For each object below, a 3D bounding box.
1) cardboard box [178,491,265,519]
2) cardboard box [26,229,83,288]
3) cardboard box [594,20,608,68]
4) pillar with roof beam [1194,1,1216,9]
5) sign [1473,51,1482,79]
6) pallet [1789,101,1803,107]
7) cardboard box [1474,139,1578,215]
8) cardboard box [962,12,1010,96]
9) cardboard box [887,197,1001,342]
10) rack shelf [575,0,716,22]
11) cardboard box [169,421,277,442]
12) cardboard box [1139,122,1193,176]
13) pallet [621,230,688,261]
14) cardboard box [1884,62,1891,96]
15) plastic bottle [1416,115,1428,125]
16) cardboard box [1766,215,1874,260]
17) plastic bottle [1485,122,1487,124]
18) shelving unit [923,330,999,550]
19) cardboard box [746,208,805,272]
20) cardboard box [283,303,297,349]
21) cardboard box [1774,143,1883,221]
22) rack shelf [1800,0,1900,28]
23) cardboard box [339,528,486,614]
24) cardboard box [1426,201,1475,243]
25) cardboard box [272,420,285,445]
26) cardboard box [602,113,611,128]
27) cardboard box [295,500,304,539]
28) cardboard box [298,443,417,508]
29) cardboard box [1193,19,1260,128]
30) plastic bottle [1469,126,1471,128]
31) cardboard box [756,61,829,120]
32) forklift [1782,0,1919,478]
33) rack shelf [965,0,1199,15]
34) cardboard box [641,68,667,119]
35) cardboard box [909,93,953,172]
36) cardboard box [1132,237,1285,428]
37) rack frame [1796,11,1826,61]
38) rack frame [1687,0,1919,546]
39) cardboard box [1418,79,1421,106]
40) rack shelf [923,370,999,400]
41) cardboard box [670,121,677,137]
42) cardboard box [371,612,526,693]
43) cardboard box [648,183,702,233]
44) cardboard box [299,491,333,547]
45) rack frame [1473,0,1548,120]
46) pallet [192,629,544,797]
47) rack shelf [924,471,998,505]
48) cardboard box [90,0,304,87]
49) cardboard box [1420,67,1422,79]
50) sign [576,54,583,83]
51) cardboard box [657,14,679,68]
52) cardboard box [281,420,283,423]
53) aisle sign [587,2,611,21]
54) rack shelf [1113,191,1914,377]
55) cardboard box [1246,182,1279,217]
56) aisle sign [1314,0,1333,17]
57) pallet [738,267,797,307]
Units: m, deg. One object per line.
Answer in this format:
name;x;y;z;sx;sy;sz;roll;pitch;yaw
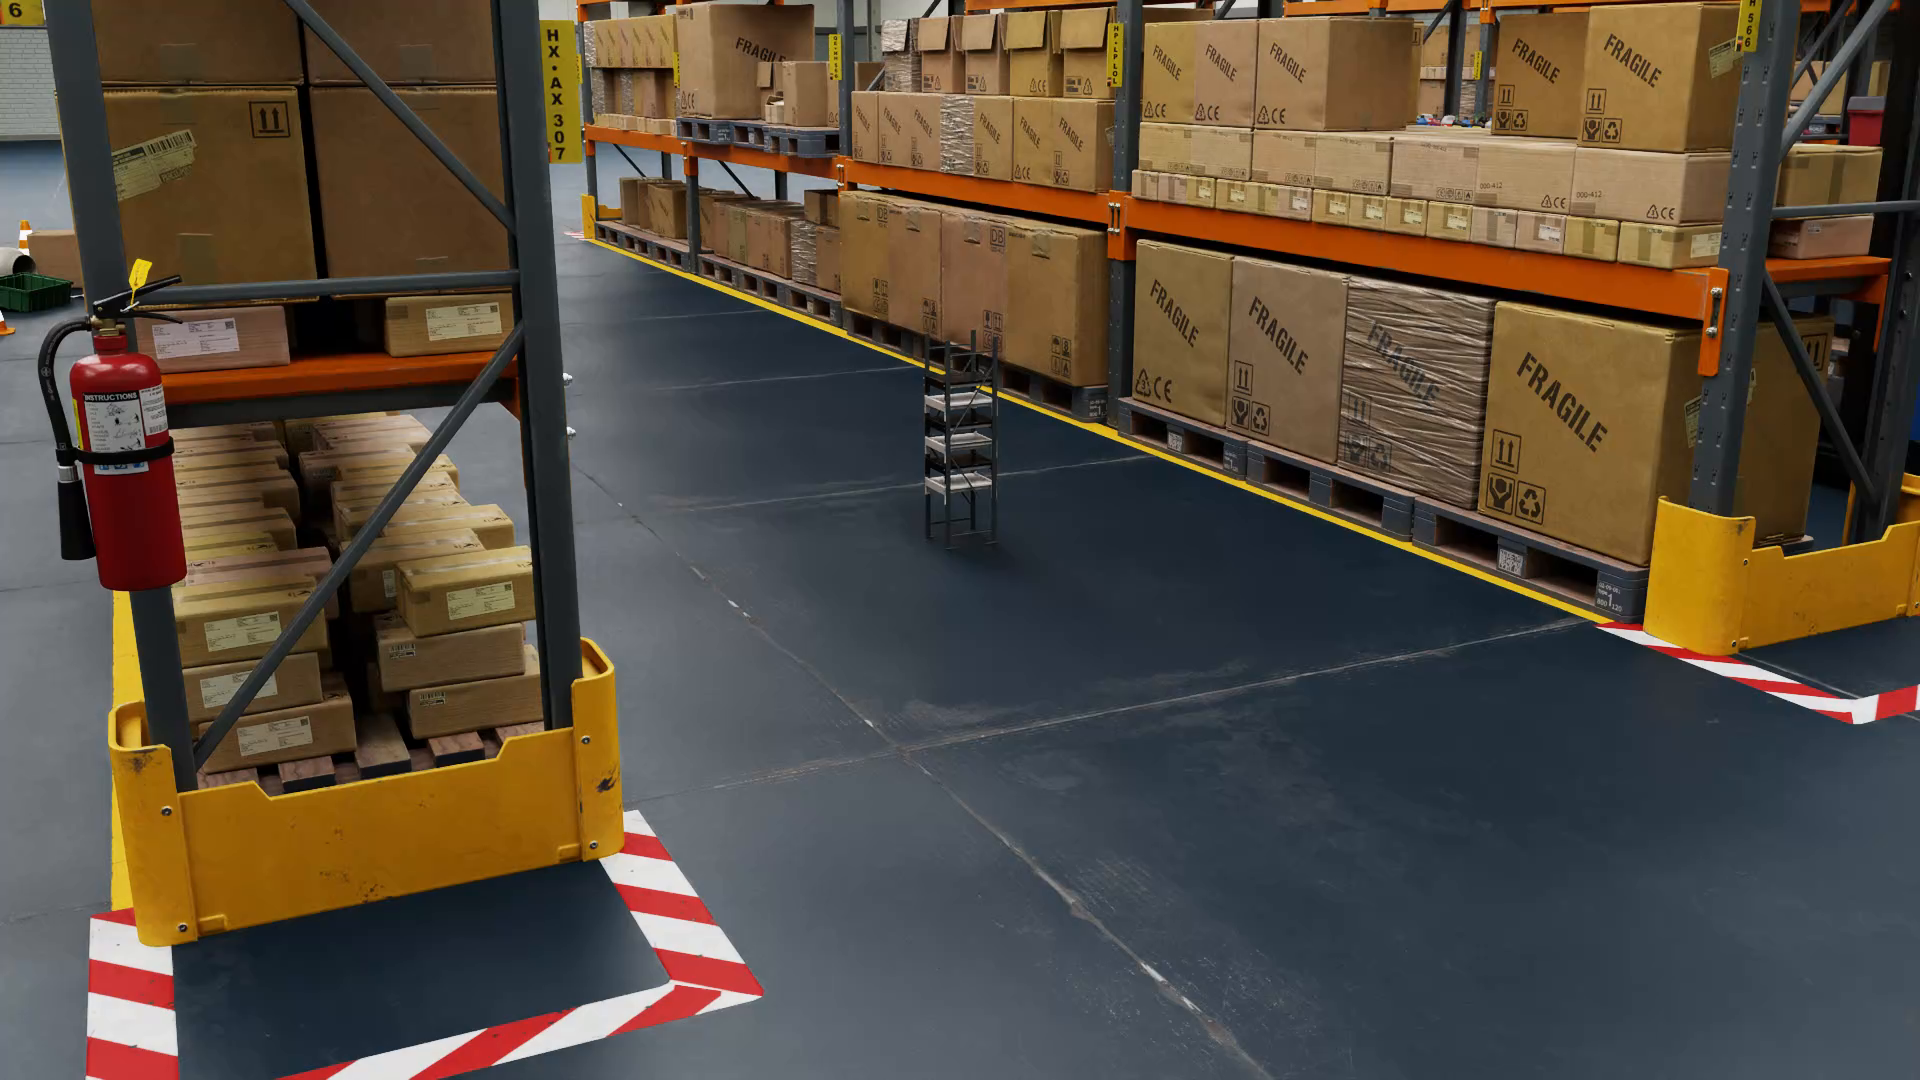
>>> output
cardboard box;-2.406;-0.040;5.280;0.380;0.149;0.250;-7;17;-23
cardboard box;-8.296;-2.608;15.428;0.500;0.500;0.500;-5;17;-15
cardboard box;-3.734;-5.491;18.414;0.500;0.500;0.500;-8;18;-25
pillar with roof beam;1.373;-12.179;33.377;9.100;9.000;0.400;-8;18;-25
sign;6.218;-5.705;19.978;0.100;0.325;0.005;-8;18;-25
pallet;11.372;-5.618;21.738;1.003;0.211;1.213;-8;18;-25
cardboard box;2.394;-1.431;6.532;0.500;0.250;0.500;-8;18;-26
cardboard box;0.451;-3.149;10.788;0.797;0.503;0.637;-7;17;-23
cardboard box;0.229;-1.915;11.576;1.225;0.875;0.875;-8;18;-25
rack shelf;-3.066;-5.714;17.589;1.077;0.370;4.000;-8;18;-25
cardboard box;-2.867;-0.377;6.454;0.380;0.149;0.250;-8;18;-26
cardboard box;1.285;-2.061;8.726;0.500;0.250;0.500;-8;18;-26
pallet;-3.055;-3.247;18.181;1.003;0.211;1.213;-8;18;-25
cardboard box;9.075;-4.184;15.448;0.700;0.500;0.500;-4;17;-14
plastic bottle;3.940;-3.488;14.201;0.097;0.271;0.097;0;16;0
cardboard box;3.208;-1.153;6.287;0.380;0.149;0.250;-7;18;-24
plastic bottle;4.609;-3.553;14.555;0.097;0.201;0.097;0;16;0
shelving unit;0.004;-0.431;7.120;0.258;0.900;0.210;-8;18;-25
cardboard box;-1.503;-2.718;15.017;0.700;0.500;0.500;-9;19;-30
cardboard box;-1.908;-0.564;4.234;0.380;0.149;0.250;-8;18;-25
cardboard box;3.099;-1.369;6.315;0.500;0.250;0.500;-8;18;-26
rack shelf;12.044;-6.517;20.390;1.077;0.370;4.000;-8;18;-25
cardboard box;-1.589;0.086;4.842;0.380;0.149;0.250;-7;18;-24
cardboard box;2.166;-1.327;6.892;0.380;0.149;0.250;-8;18;-26
cardboard box;-3.274;-0.779;8.299;0.500;0.500;0.500;-7;17;-23
cardboard box;-3.844;-4.765;18.873;0.380;0.149;0.250;-8;18;-25
cardboard box;-2.492;-0.127;6.662;0.380;0.149;0.250;-8;18;-26
cardboard box;-2.151;-0.235;5.960;0.380;0.149;0.250;-8;18;-25
cardboard box;1.503;-2.297;8.189;0.500;0.500;0.500;-8;18;-25
plastic bottle;4.201;-3.307;13.696;0.097;0.201;0.097;0;16;0
cardboard box;-1.348;-3.955;14.644;0.797;0.503;0.637;-6;17;-19
forklift;4.694;-1.780;8.141;1.130;2.935;3.031;-6;17;-21
rack shelf;1.386;-6.312;19.675;1.077;0.370;4.000;-8;18;-25
cardboard box;-2.829;-4.672;17.372;0.875;0.500;0.500;-8;18;-25
cardboard box;-0.014;-2.770;11.285;0.500;0.500;0.500;-8;18;-26
cardboard box;1.532;-1.145;8.894;0.875;0.875;0.875;-8;18;-25
rack frame;11.168;-5.917;22.433;1.000;3.000;0.127;-8;18;-25
rack frame;3.067;-1.146;5.807;1.000;3.000;0.127;-8;18;-25
cardboard box;6.063;-5.730;21.599;0.700;0.500;0.500;-7;18;-24
rack shelf;0.004;-0.658;7.054;0.258;0.077;0.200;-8;18;-25
cardboard box;-2.650;-4.082;16.492;0.380;0.149;0.250;-8;18;-25
cardboard box;-1.435;0.293;4.661;0.380;0.149;0.250;-7;17;-23
cardboard box;-3.134;-3.655;18.321;0.500;0.500;0.500;-6;17;-20
cardboard box;-2.173;-0.094;6.006;0.380;0.149;0.250;-7;17;-22
rack frame;6.716;-5.318;20.344;1.000;3.000;0.127;-8;18;-25
pallet;-1.793;0.544;4.973;1.003;0.211;1.213;-8;18;-25
rack shelf;0.004;-0.225;7.178;0.258;0.077;0.200;-8;18;-25
cardboard box;-1.860;-1.327;3.903;0.500;0.500;0.500;-8;18;-26
cardboard box;5.961;-5.972;21.265;0.380;0.149;0.250;-8;18;-25
sign;-4.430;-5.464;19.284;0.100;0.325;0.005;-8;18;-25
cardboard box;-2.635;-4.872;16.256;0.500;0.500;0.500;-8;18;-25
cardboard box;-2.799;-0.624;7.317;0.380;0.149;0.250;-7;17;-23
aisle sign;-4.239;-6.342;19.200;0.394;0.787;0.004;-8;18;-25
rack shelf;2.191;-1.296;7.634;1.077;0.370;4.000;-8;18;-25
cardboard box;1.605;-1.645;8.000;0.380;0.149;0.250;-8;18;-26
aisle sign;5.199;-7.611;23.622;0.394;0.787;0.004;-8;18;-25
pallet;-1.309;-2.286;14.832;1.003;0.211;1.213;-8;18;-25
